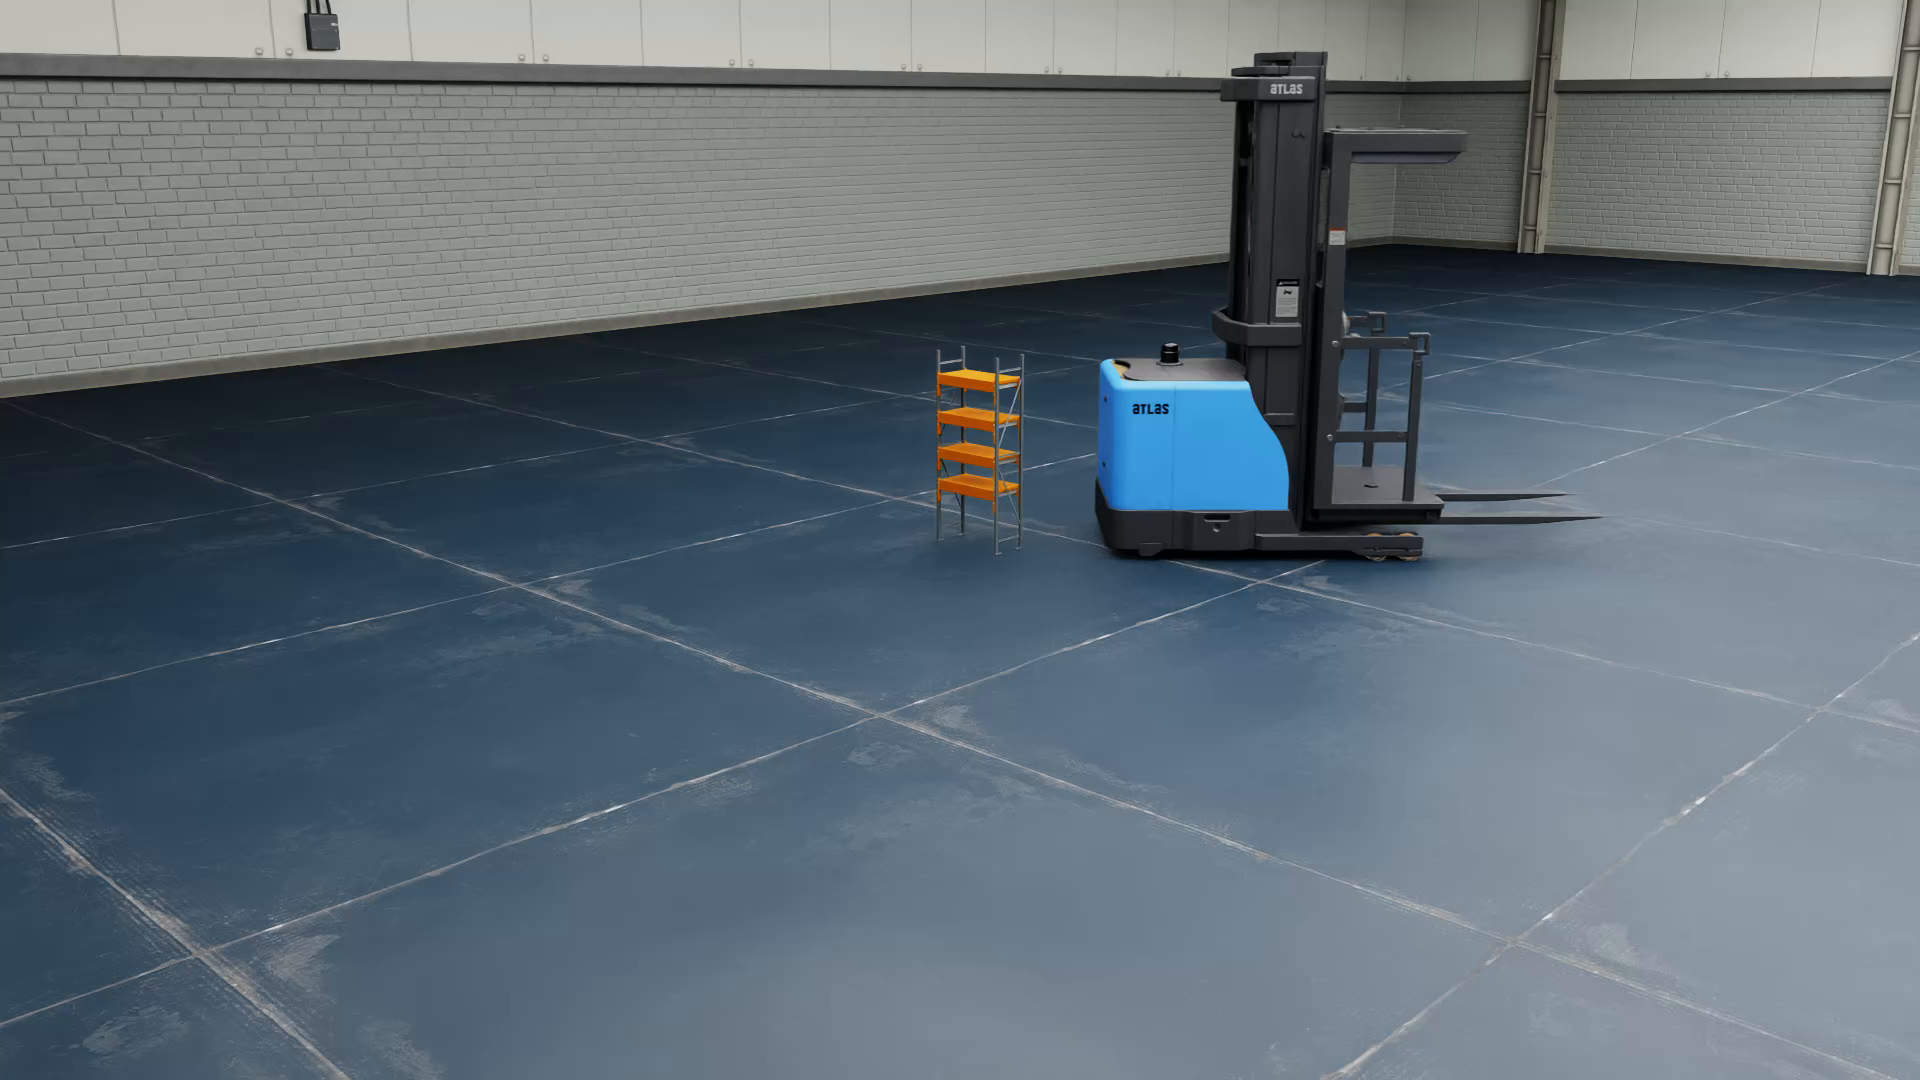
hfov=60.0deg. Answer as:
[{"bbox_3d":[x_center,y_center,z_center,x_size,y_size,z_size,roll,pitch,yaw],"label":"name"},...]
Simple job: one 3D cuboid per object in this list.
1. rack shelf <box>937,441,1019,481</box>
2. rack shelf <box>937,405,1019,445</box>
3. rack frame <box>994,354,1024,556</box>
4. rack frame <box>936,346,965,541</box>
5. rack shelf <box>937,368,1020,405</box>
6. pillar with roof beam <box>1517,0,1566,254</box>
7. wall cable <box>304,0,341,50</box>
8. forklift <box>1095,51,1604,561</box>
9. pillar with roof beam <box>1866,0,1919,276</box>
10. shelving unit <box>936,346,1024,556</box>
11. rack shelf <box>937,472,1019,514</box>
[{"bbox_3d":[0.119,-0.487,10.187,0.480,0.148,0.258,14,20,42],"label":"rack shelf"},{"bbox_3d":[0.119,-0.703,10.130,0.480,0.148,0.258,14,20,42],"label":"rack shelf"},{"bbox_3d":[0.295,-0.509,10.006,0.015,1.200,0.240,14,20,42],"label":"rack frame"},{"bbox_3d":[-0.057,-0.594,10.333,0.015,1.200,0.240,14,20,42],"label":"rack frame"},{"bbox_3d":[0.119,-0.932,10.071,0.480,0.148,0.258,14,20,42],"label":"rack shelf"},{"bbox_3d":[7.654,-8.935,26.876,0.400,9.000,9.100,14,20,42],"label":"pillar with roof beam"},{"bbox_3d":[-5.824,-8.120,17.005,0.169,6.003,2.305,14,20,42],"label":"wall cable"},{"bbox_3d":[2.397,-1.426,10.093,3.031,2.935,1.130,0,15,0],"label":"forklift"},{"bbox_3d":[11.973,-7.885,22.846,0.400,9.000,9.100,14,20,42],"label":"pillar with roof beam"},{"bbox_3d":[0.119,-0.552,10.170,0.503,1.200,0.258,14,20,42],"label":"shelving unit"},{"bbox_3d":[0.119,-0.294,10.237,0.480,0.148,0.258,14,20,42],"label":"rack shelf"}]
